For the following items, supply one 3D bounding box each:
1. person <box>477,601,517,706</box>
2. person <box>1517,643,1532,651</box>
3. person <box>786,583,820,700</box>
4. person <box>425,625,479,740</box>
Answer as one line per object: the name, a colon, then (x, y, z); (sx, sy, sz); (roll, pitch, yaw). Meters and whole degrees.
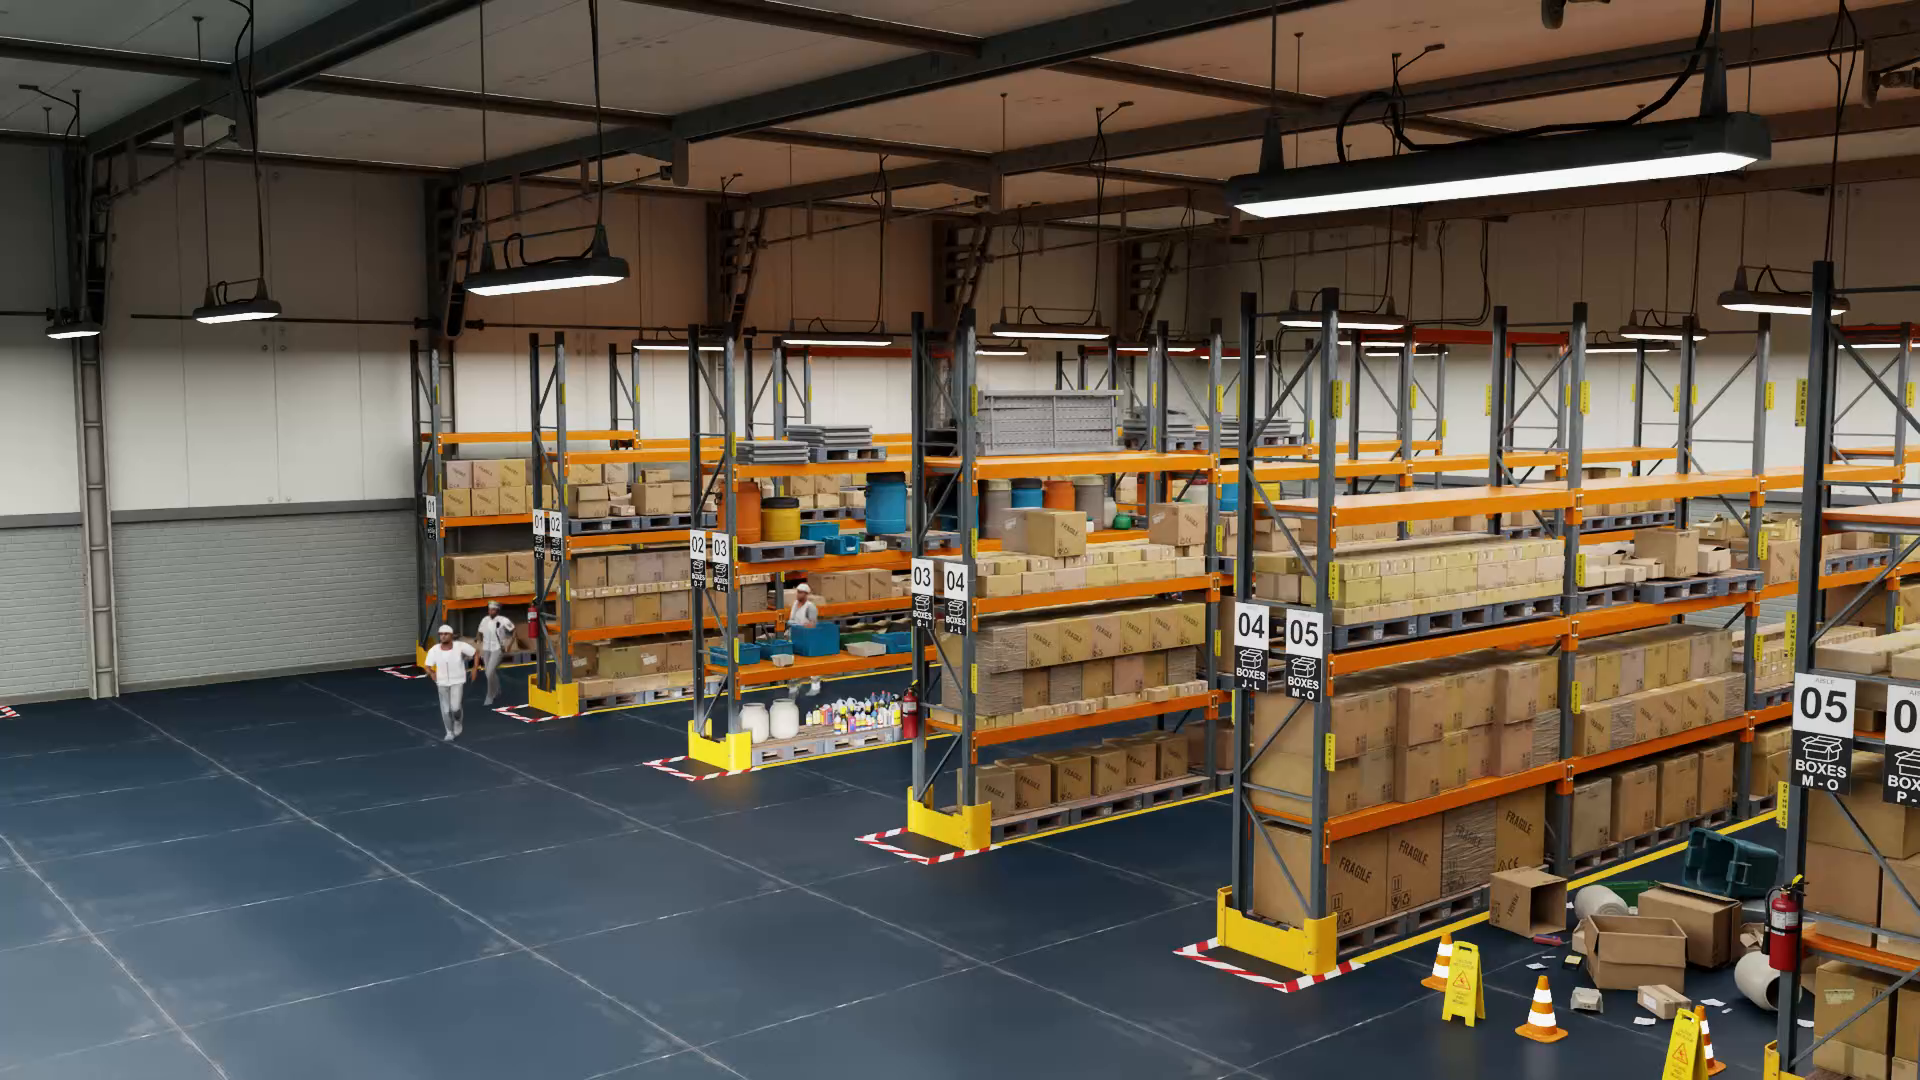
person: (-7.567, 1.845, 27.103); (0.610, 1.737, 0.711); (2, 6, 17)
person: (7.924, 2.229, 23.353); (0.540, 1.558, 0.553); (-4, 7, -37)
person: (-2.473, 1.613, 25.790); (0.641, 1.890, 0.736); (3, 6, 33)
person: (-7.352, 2.077, 24.025); (0.728, 1.717, 0.745); (0, 5, -4)
